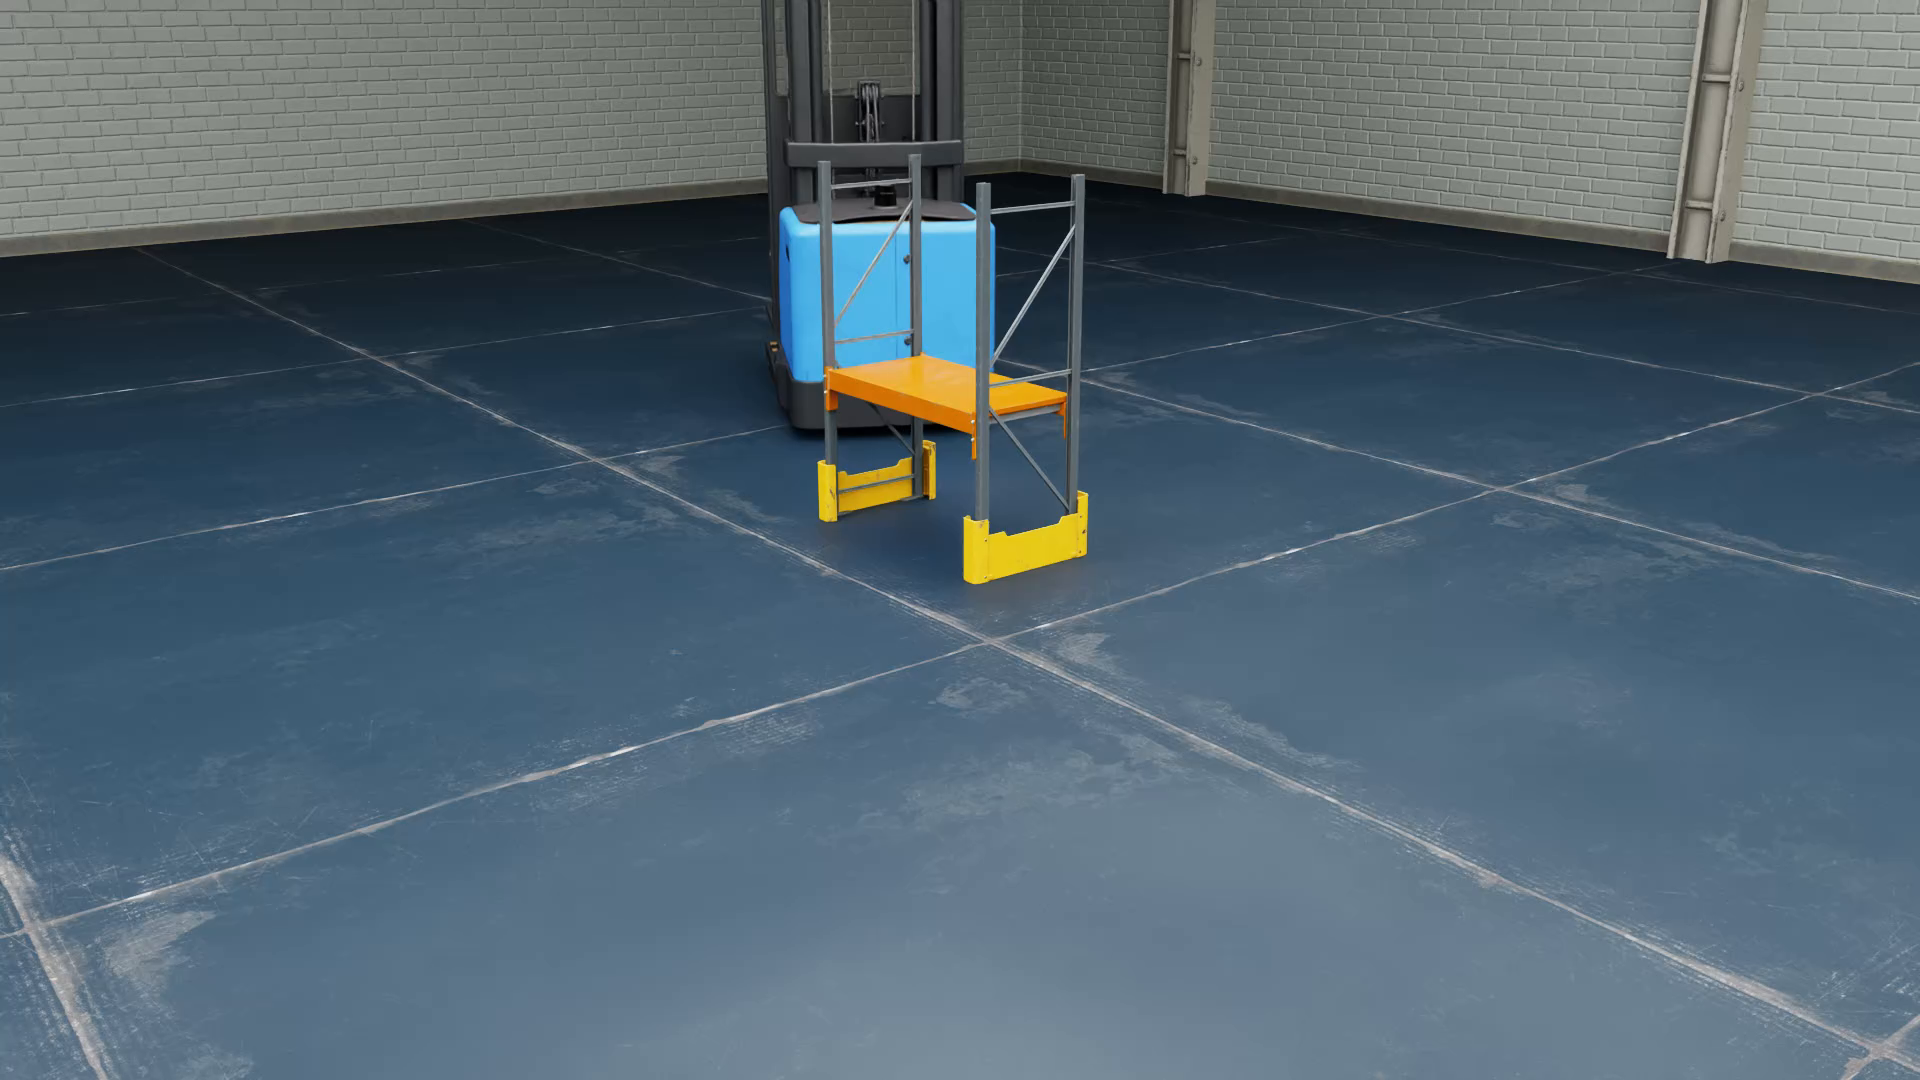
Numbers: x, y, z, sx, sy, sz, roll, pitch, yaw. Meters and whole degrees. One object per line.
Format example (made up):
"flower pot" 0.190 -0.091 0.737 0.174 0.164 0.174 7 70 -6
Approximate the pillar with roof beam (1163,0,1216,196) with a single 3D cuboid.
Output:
"pillar with roof beam" -0.877 -7.282 14.537 9.100 9.000 0.400 -14 23 -36

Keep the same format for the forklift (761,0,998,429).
"forklift" -0.562 -2.367 9.349 1.130 2.935 3.031 -3 19 -9

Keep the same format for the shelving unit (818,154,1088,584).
"shelving unit" -0.047 -0.731 6.683 0.587 1.500 1.083 -14 23 -36

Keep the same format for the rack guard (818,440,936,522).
"rack guard" -0.357 -0.260 7.251 0.587 0.250 0.087 -14 23 -36

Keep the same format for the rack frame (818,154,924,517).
"rack frame" -0.369 -0.858 7.069 0.500 1.500 0.032 -14 23 -36

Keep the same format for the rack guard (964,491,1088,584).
"rack guard" 0.262 -0.015 6.509 0.587 0.250 0.087 -14 23 -36

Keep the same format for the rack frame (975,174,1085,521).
"rack frame" 0.263 -0.608 6.312 0.500 1.500 0.032 -14 23 -36

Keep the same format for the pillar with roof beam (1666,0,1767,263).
"pillar with roof beam" 2.848 -5.803 10.072 9.100 9.000 0.400 -14 23 -36

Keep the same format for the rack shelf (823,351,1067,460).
"rack shelf" -0.053 -0.562 6.747 0.538 0.185 1.000 -14 23 -36
